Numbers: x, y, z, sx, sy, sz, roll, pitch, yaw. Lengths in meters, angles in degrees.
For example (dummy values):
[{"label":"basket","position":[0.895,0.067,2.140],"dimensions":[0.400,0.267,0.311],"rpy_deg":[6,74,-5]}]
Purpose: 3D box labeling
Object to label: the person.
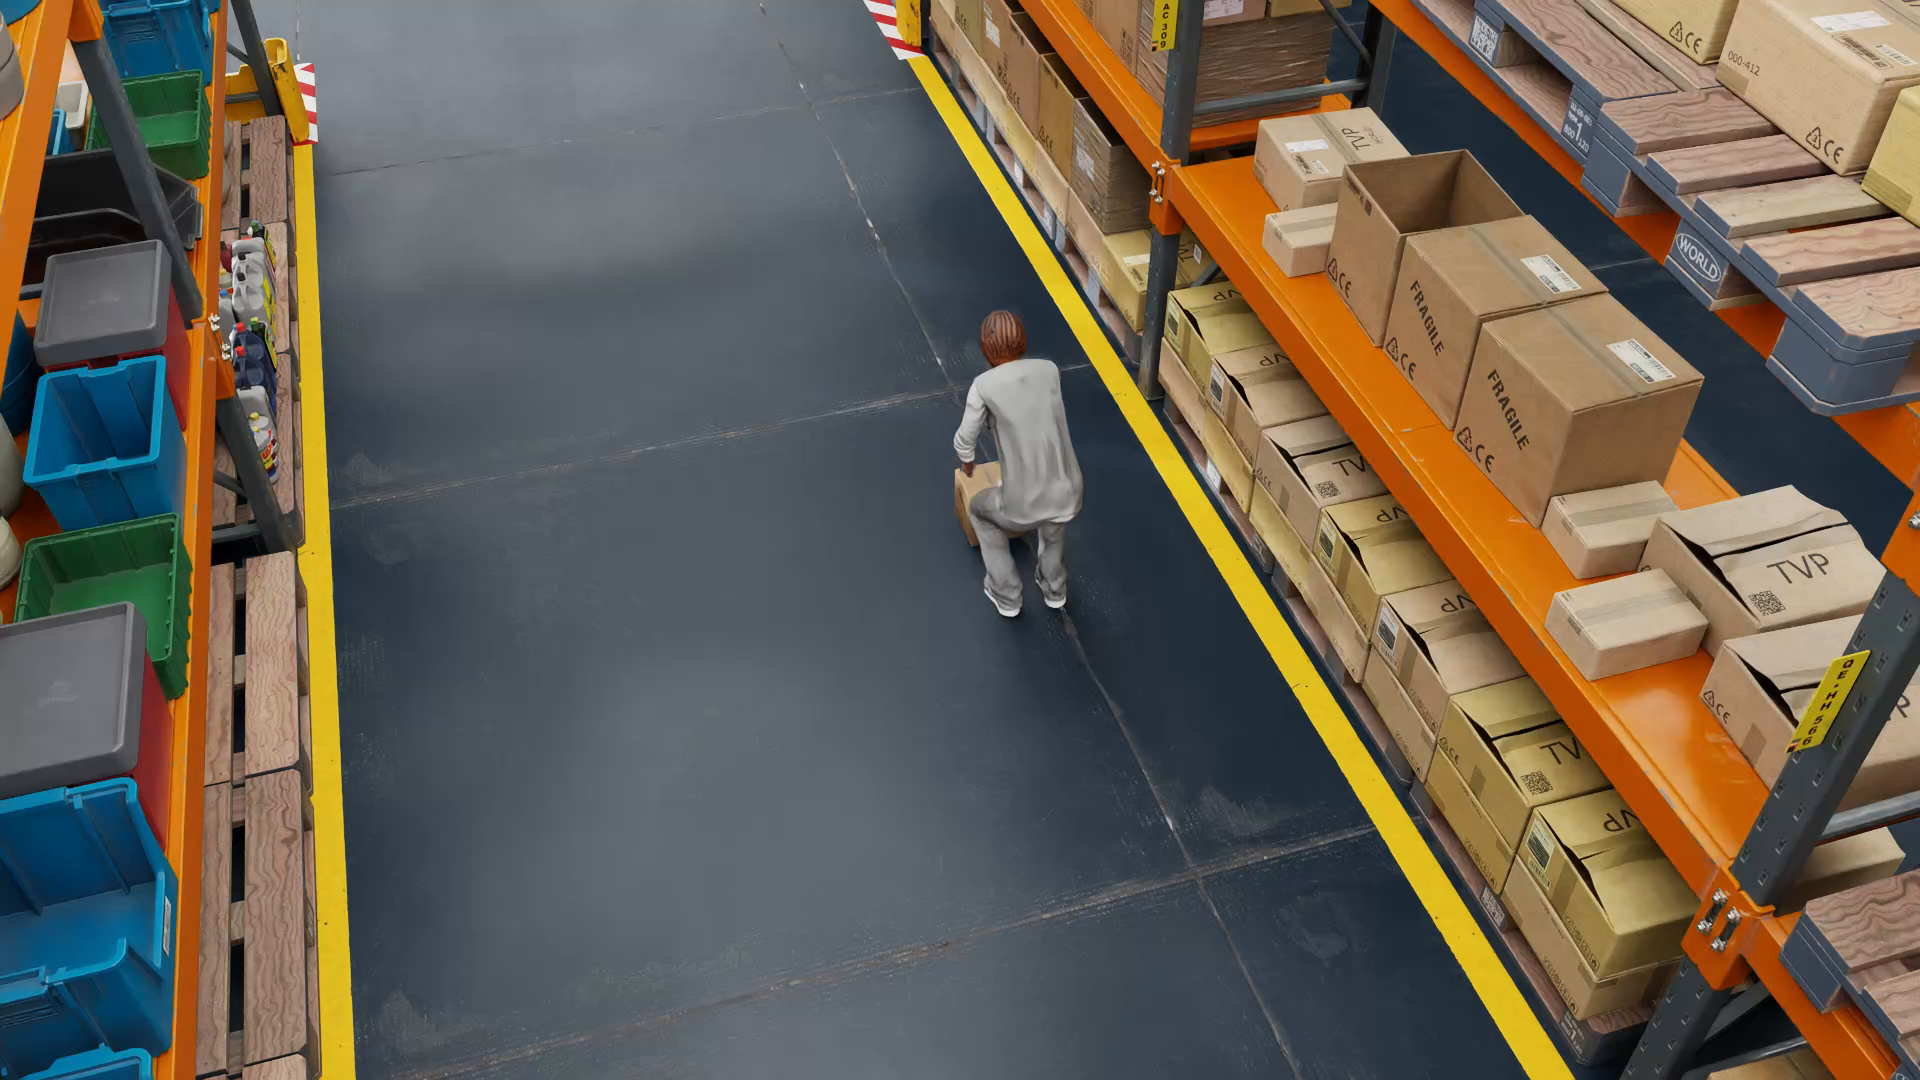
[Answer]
[{"label":"person","position":[0.230,-0.248,6.692],"dimensions":[0.463,1.255,0.673],"rpy_deg":[-11,44,-12]}]
